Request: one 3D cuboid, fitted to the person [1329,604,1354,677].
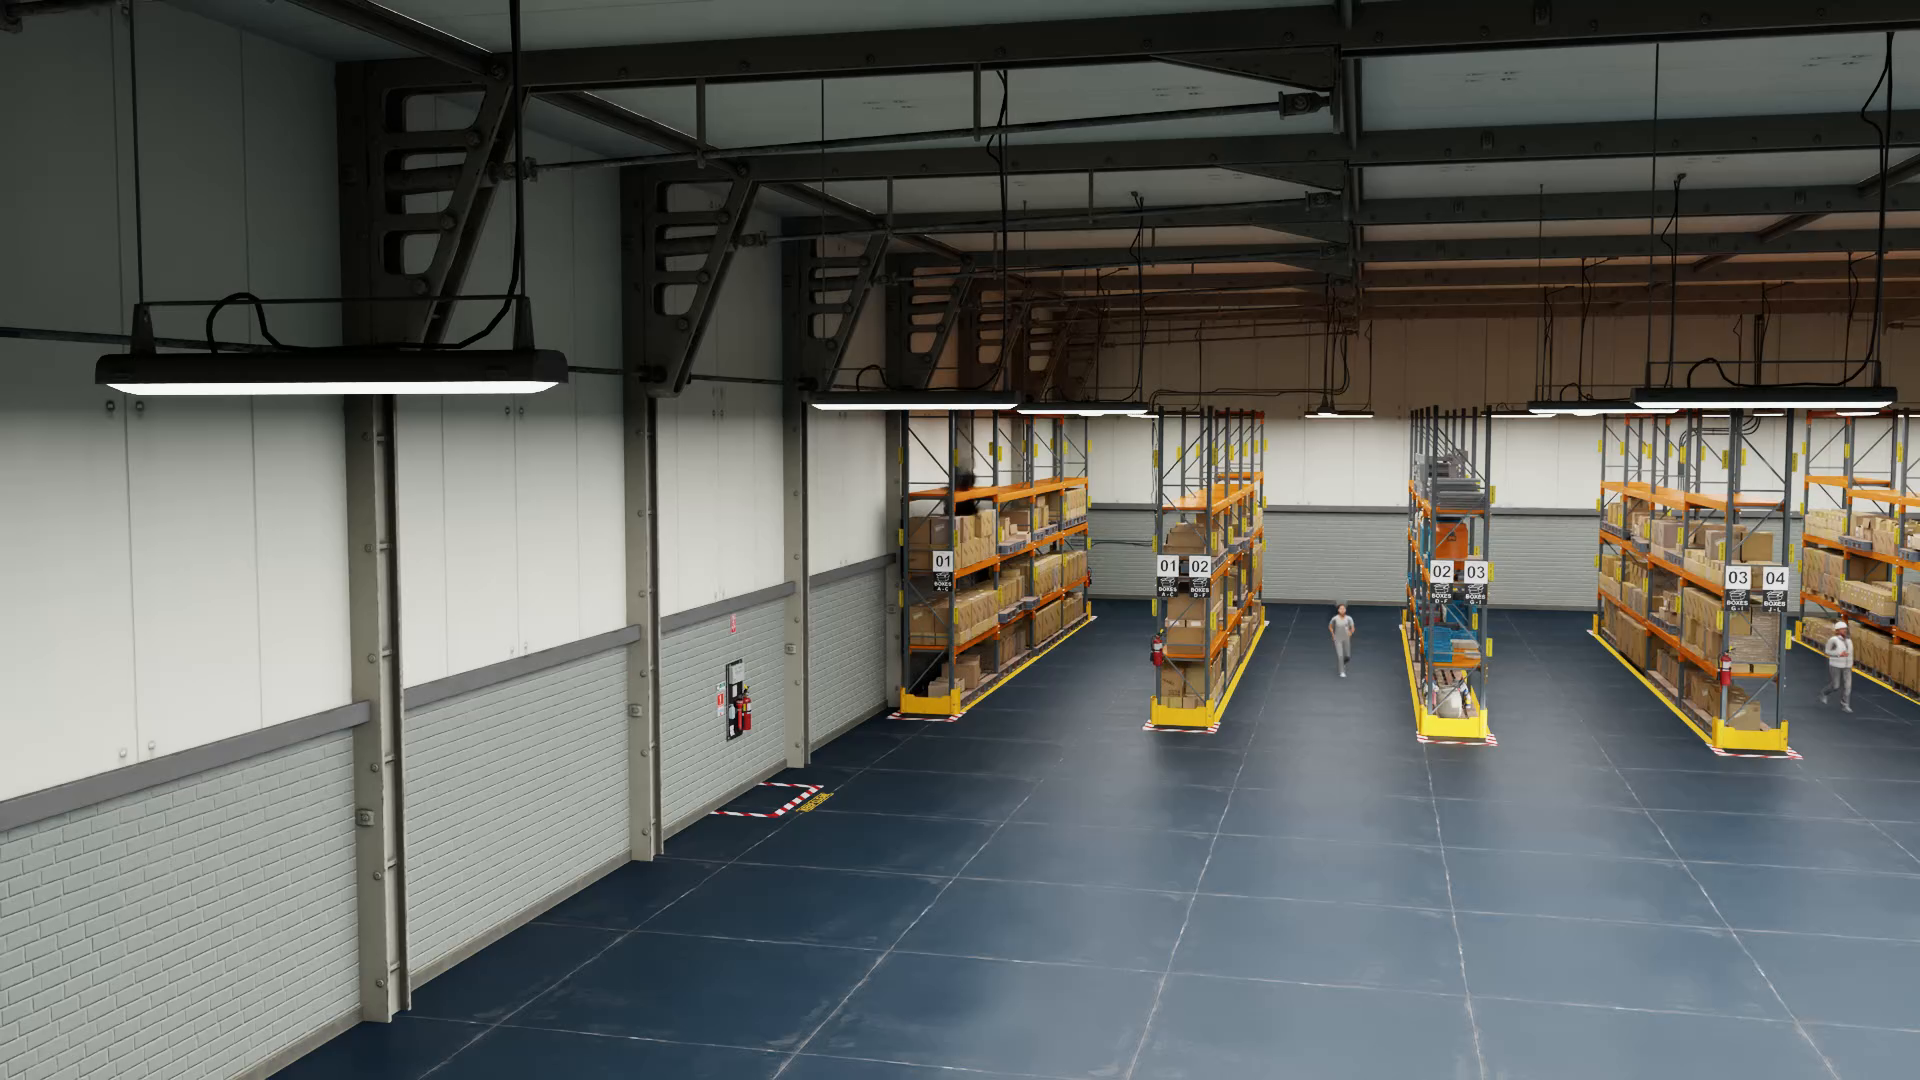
[{"bbox_3d":[8.537,2.238,37.217,0.555,1.626,0.621,1,4,7],"label":"person"}]

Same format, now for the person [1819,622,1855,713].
[{"bbox_3d":[17.337,2.481,32.791,0.673,1.752,0.859,-1,4,-8],"label":"person"}]
